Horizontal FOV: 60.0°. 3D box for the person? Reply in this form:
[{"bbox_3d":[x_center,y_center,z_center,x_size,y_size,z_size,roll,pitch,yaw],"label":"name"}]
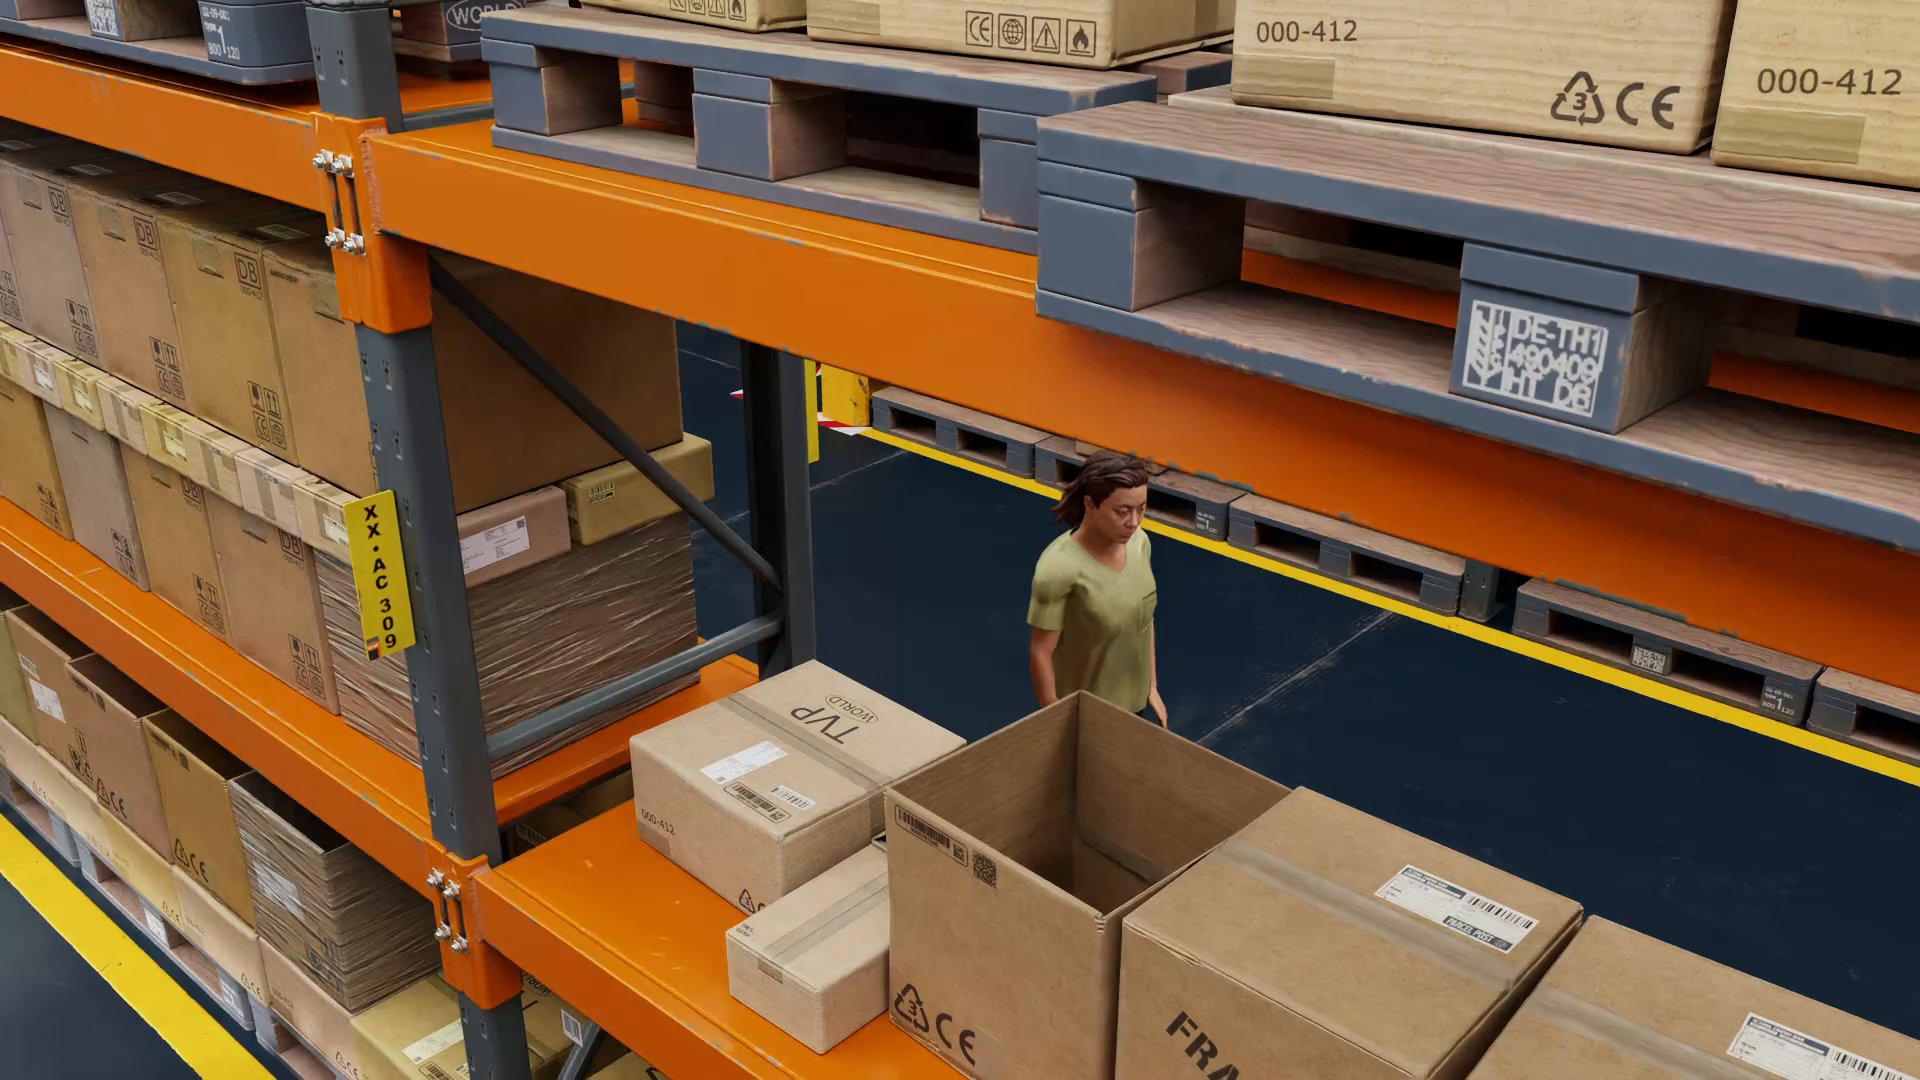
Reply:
[{"bbox_3d":[0.433,0.527,4.896,0.464,1.681,0.544,-19,30,-36],"label":"person"}]
